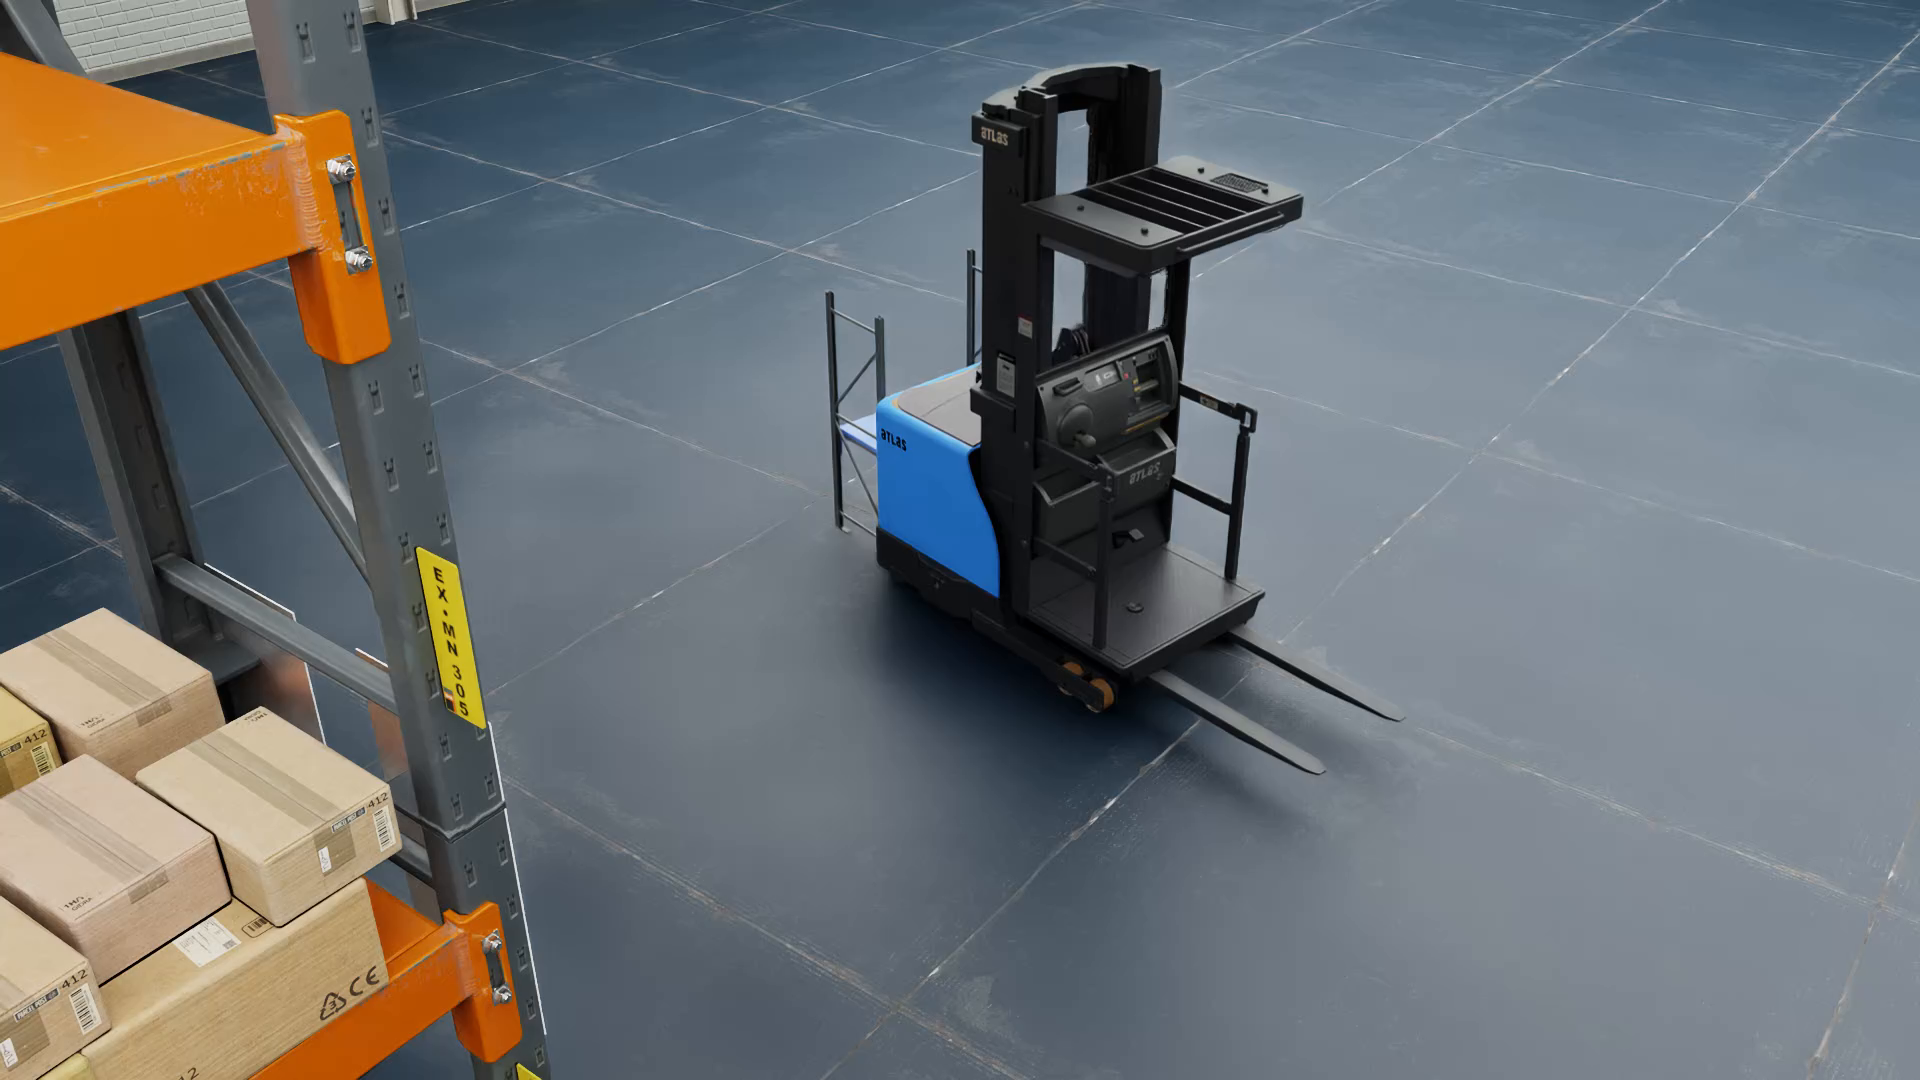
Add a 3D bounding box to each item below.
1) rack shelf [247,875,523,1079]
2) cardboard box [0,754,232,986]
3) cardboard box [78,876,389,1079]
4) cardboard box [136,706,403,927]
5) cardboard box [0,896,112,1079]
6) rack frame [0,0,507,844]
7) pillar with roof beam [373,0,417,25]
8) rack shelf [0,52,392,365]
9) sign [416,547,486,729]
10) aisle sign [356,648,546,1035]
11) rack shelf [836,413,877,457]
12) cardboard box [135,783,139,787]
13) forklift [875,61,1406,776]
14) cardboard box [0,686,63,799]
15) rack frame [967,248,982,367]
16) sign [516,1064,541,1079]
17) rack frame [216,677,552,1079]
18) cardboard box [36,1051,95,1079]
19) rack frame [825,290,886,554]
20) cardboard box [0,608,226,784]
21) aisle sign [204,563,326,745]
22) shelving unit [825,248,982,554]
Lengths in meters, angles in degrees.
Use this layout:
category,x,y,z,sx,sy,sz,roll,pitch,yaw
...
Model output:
category,x,y,z,sx,sy,sz,roll,pitch,yaw
rack shelf,-2.485,1.491,2.112,1.077,0.370,4.000,21,37,31
cardboard box,-1.448,0.540,2.767,0.380,0.149,0.250,20,36,30
cardboard box,-1.367,0.707,2.876,0.500,0.250,0.500,22,37,32
cardboard box,-1.197,0.471,2.885,0.380,0.149,0.250,21,37,31
cardboard box,-1.525,0.685,2.523,0.380,0.149,0.250,19,36,29
rack frame,-1.278,-0.922,2.536,1.000,3.000,0.127,21,37,31
pillar with roof beam,-3.601,-9.045,16.243,9.100,9.000,0.400,21,37,31
rack shelf,-2.485,0.202,1.349,1.077,0.370,4.000,21,37,31
sign,-0.848,0.167,2.773,0.100,0.325,0.005,21,37,31
aisle sign,-1.001,0.608,3.289,0.394,0.787,0.004,21,37,31
rack shelf,-0.182,-0.644,9.775,1.000,0.185,0.538,-23,37,-33
cardboard box,-1.775,0.549,3.143,0.500,0.250,0.500,22,37,33
forklift,0.879,-0.690,8.097,1.130,2.935,3.031,-24,38,-35
cardboard box,-1.862,0.378,3.041,0.380,0.149,0.250,22,37,32
rack frame,0.211,-0.963,9.961,0.032,1.500,0.500,-23,37,-33
sign,-0.848,1.204,3.388,0.100,0.325,0.005,21,37,31
rack frame,-1.278,1.659,4.066,1.000,3.000,0.127,21,37,31
cardboard box,-1.666,0.911,2.532,0.500,0.250,0.500,21,37,32
rack frame,-0.575,-0.634,9.406,0.032,1.500,0.500,-23,37,-33
cardboard box,-1.629,0.302,3.169,0.380,0.149,0.250,21,36,31
aisle sign,-1.480,0.423,3.601,0.394,0.787,0.004,21,37,31
shelving unit,-0.182,-0.798,9.683,1.048,1.500,0.538,-23,37,-33
